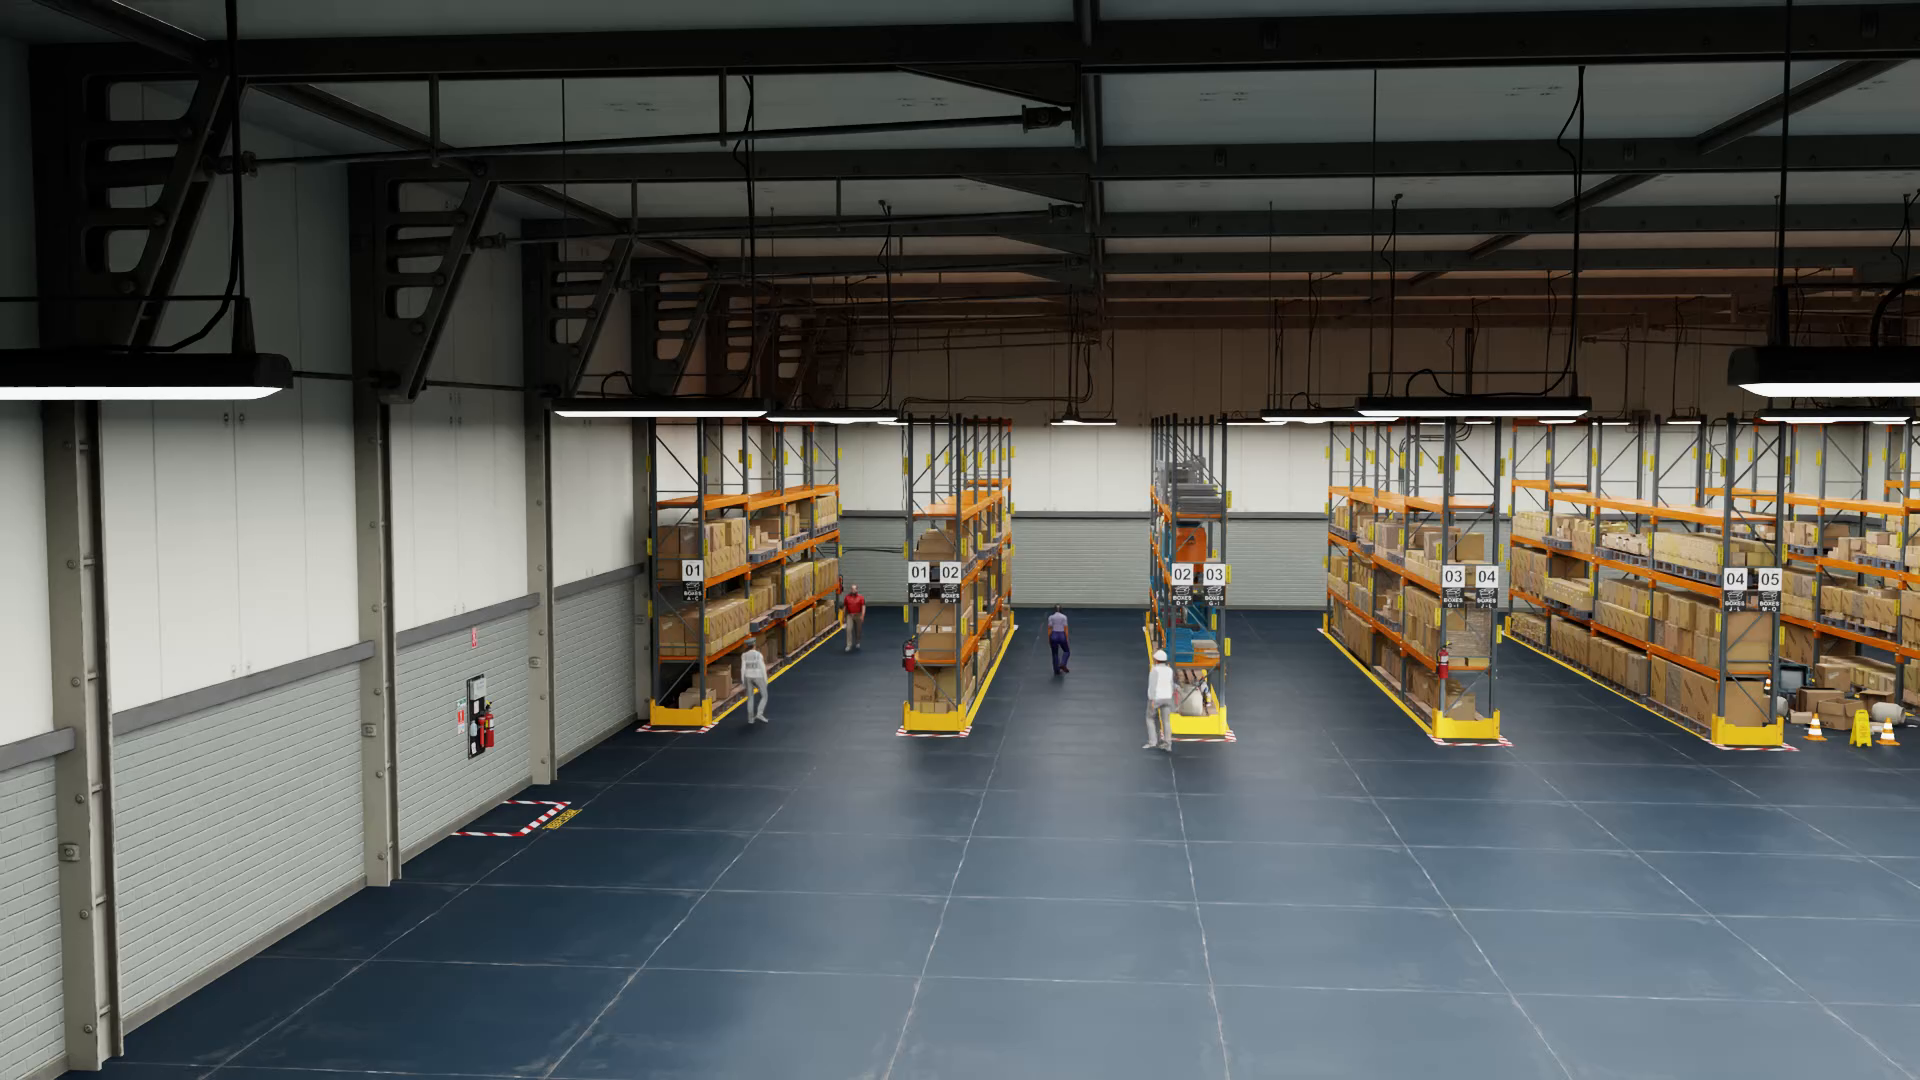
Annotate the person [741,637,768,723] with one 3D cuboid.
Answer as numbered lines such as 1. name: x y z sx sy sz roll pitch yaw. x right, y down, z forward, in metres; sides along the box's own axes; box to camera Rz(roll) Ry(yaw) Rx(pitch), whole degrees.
1. person: -3.962 2.712 32.150 0.582 1.671 0.419 1 4 15

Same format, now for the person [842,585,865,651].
1. person: -2.727 1.989 42.693 0.596 1.658 1.062 0 4 -3

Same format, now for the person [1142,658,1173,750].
1. person: 3.595 2.893 29.597 0.558 1.754 0.586 -2 4 -25

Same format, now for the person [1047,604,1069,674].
1. person: 2.284 2.314 38.599 0.526 1.632 0.464 1 4 9
